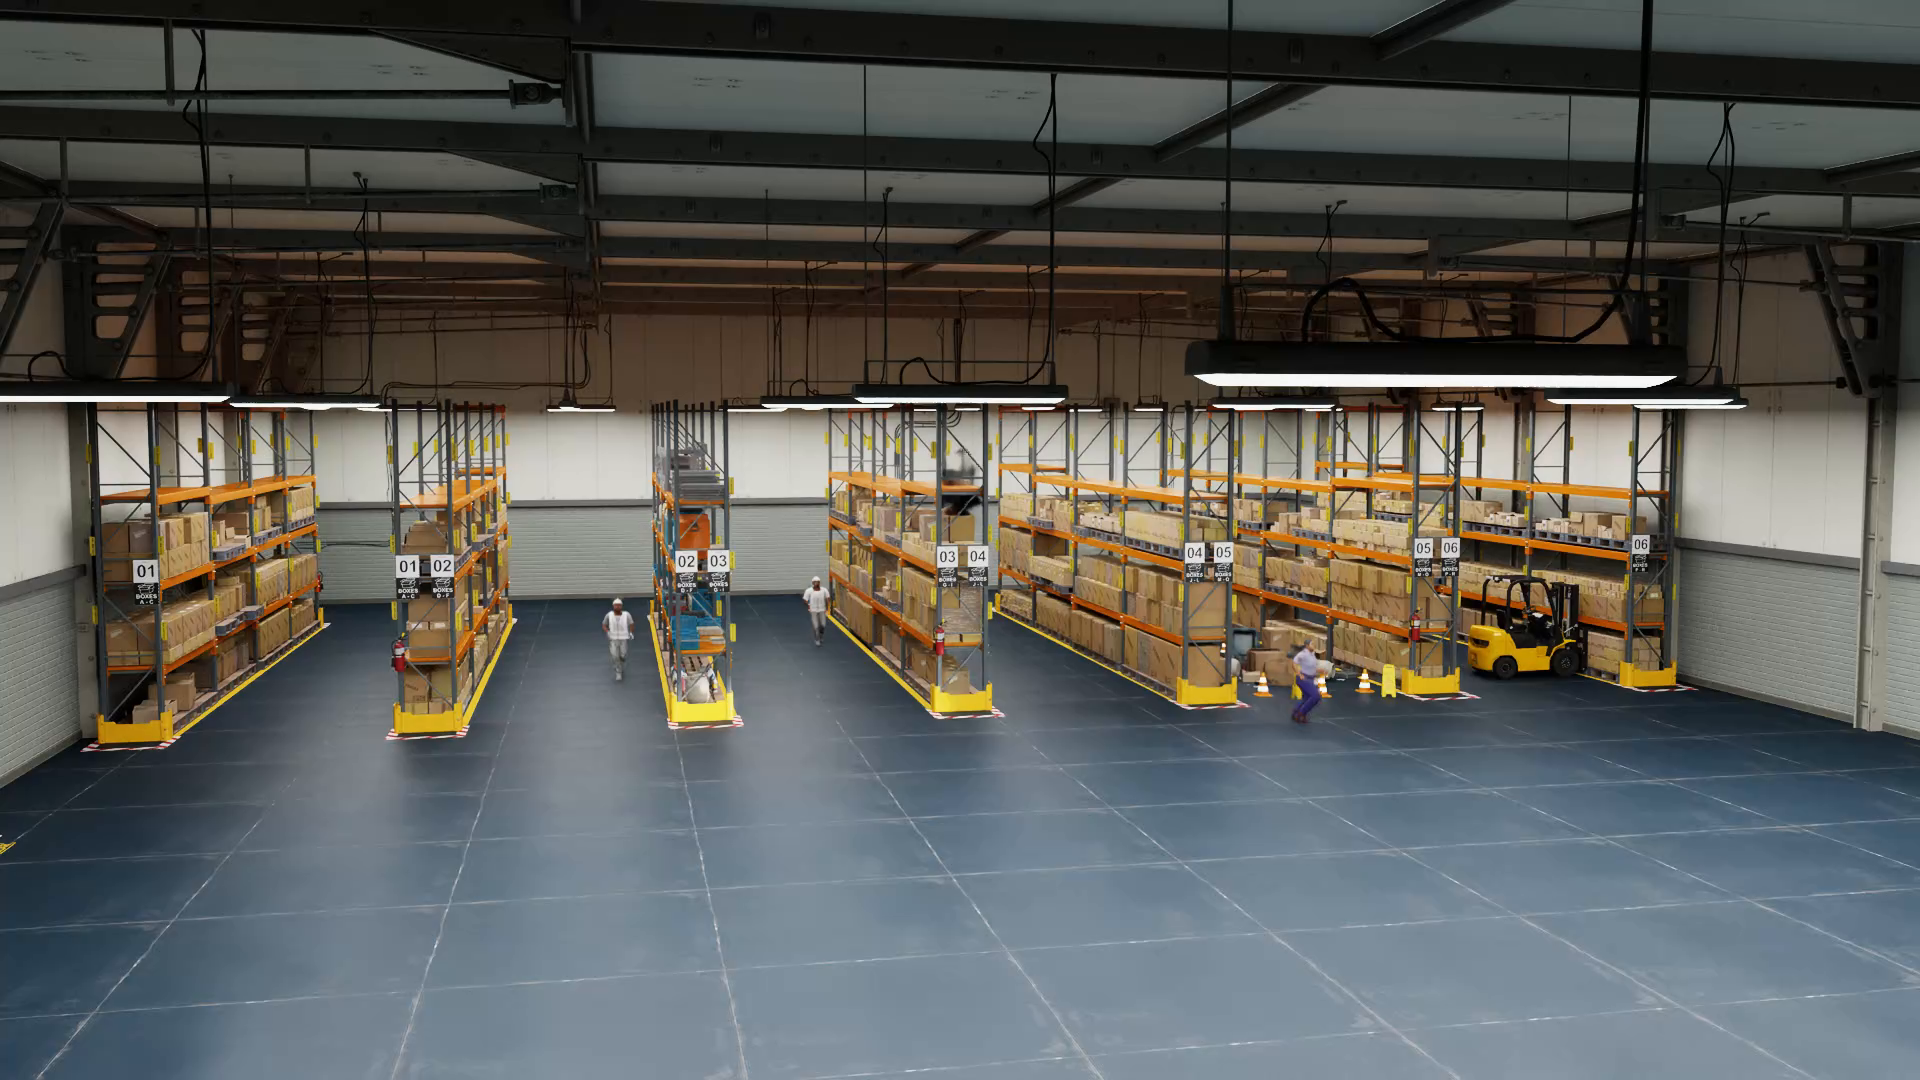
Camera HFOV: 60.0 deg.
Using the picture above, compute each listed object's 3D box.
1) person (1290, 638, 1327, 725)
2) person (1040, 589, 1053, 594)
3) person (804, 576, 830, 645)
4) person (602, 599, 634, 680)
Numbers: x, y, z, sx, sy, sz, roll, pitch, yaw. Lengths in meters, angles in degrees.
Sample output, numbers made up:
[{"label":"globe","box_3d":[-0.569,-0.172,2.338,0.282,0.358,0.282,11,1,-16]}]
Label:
[{"label":"person","box_3d":[6.416,2.619,30.745,0.697,1.585,0.565,3,5,30]},{"label":"person","box_3d":[2.620,1.138,49.960,0.520,1.626,0.556,-1,4,-11]},{"label":"person","box_3d":[-3.520,1.759,41.102,0.674,1.721,0.569,-1,4,-11]},{"label":"person","box_3d":[-7.411,2.146,36.054,0.685,1.739,0.605,-1,4,-11]}]
